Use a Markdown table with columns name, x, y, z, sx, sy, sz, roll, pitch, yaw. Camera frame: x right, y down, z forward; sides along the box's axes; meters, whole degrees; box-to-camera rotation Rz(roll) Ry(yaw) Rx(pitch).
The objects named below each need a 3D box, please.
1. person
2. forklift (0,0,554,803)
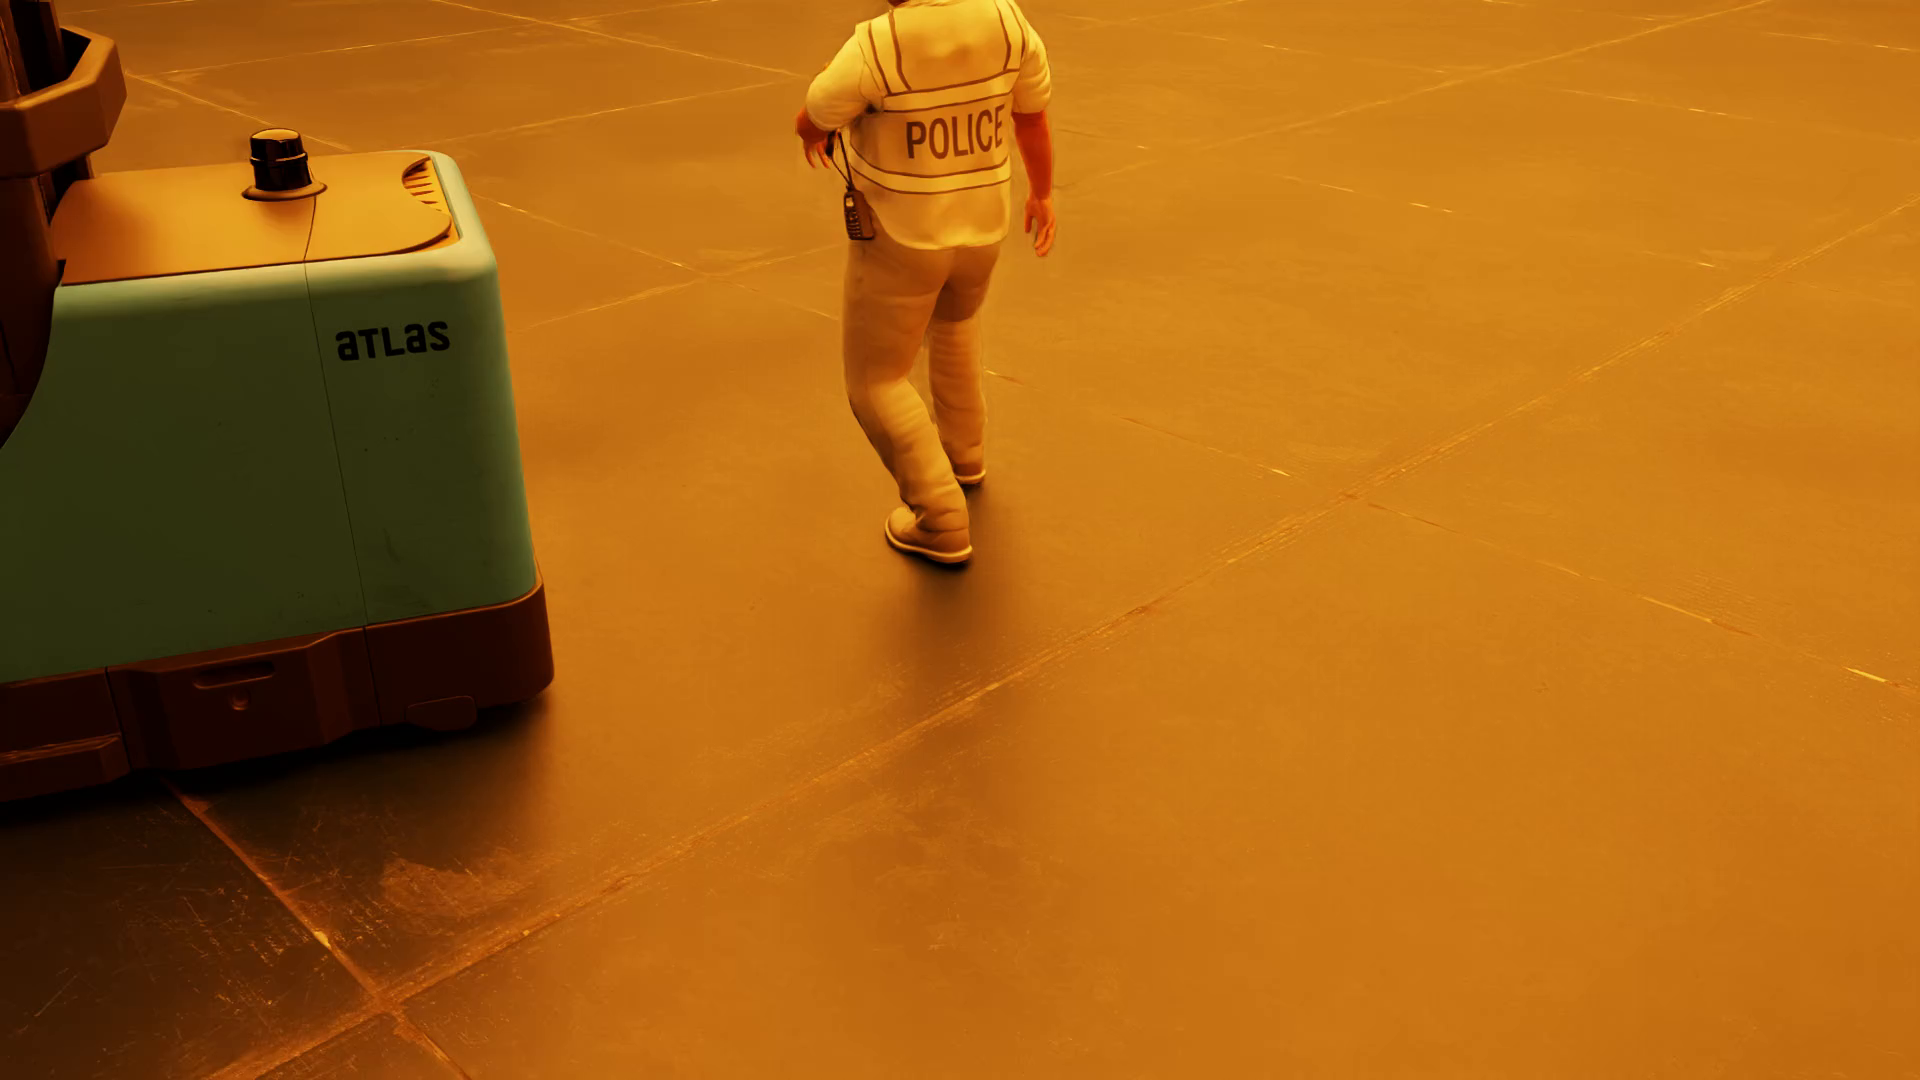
| name | x | y | z | sx | sy | sz | roll | pitch | yaw |
| --- | --- | --- | --- | --- | --- | --- | --- | --- | --- |
| person | -0.077 | -0.862 | 4.420 | 0.722 | 1.660 | 0.811 | -21 | 33 | -36 |
| forklift | -2.487 | -0.896 | 3.040 | 3.031 | 2.935 | 1.130 | -9 | 28 | -18 |
